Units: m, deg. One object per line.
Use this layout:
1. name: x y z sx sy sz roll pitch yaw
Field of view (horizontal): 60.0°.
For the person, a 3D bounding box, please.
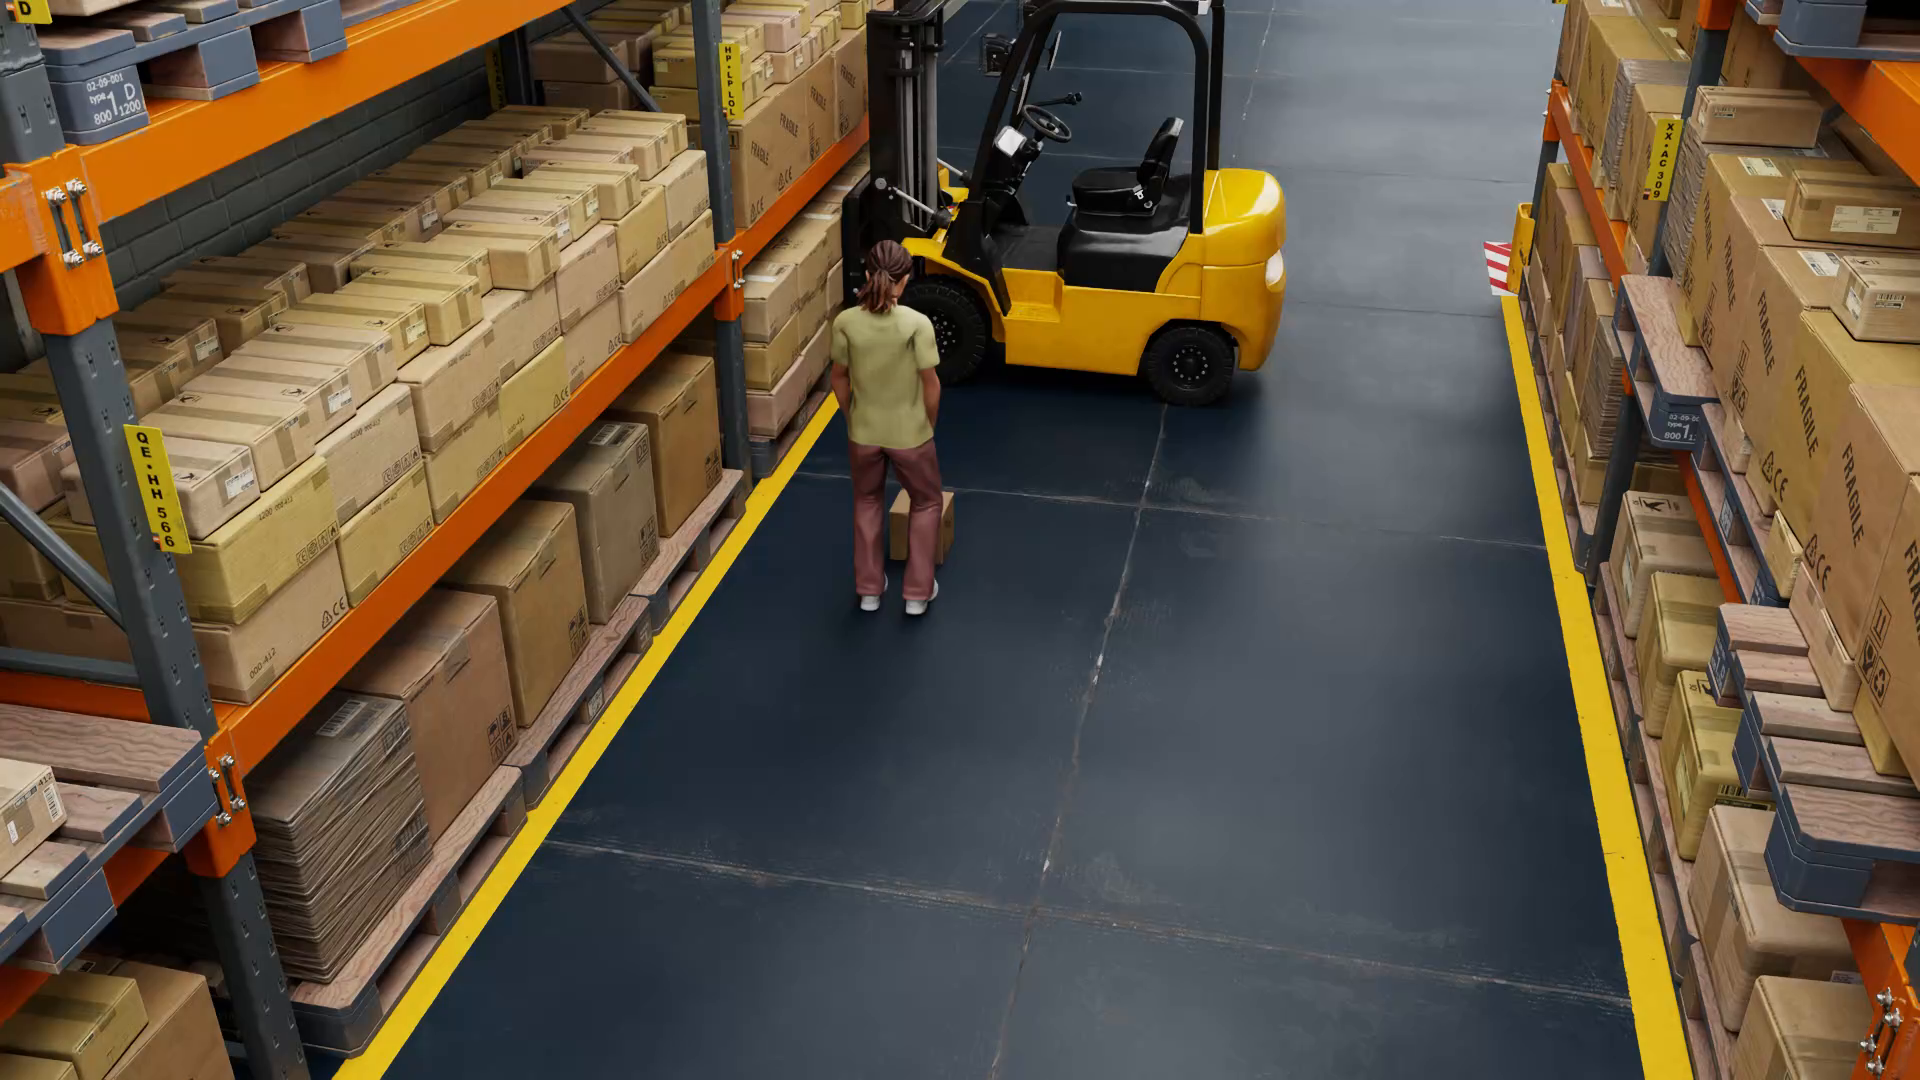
1. person: -0.305 -0.452 7.005 0.470 1.628 0.387 7 30 12
